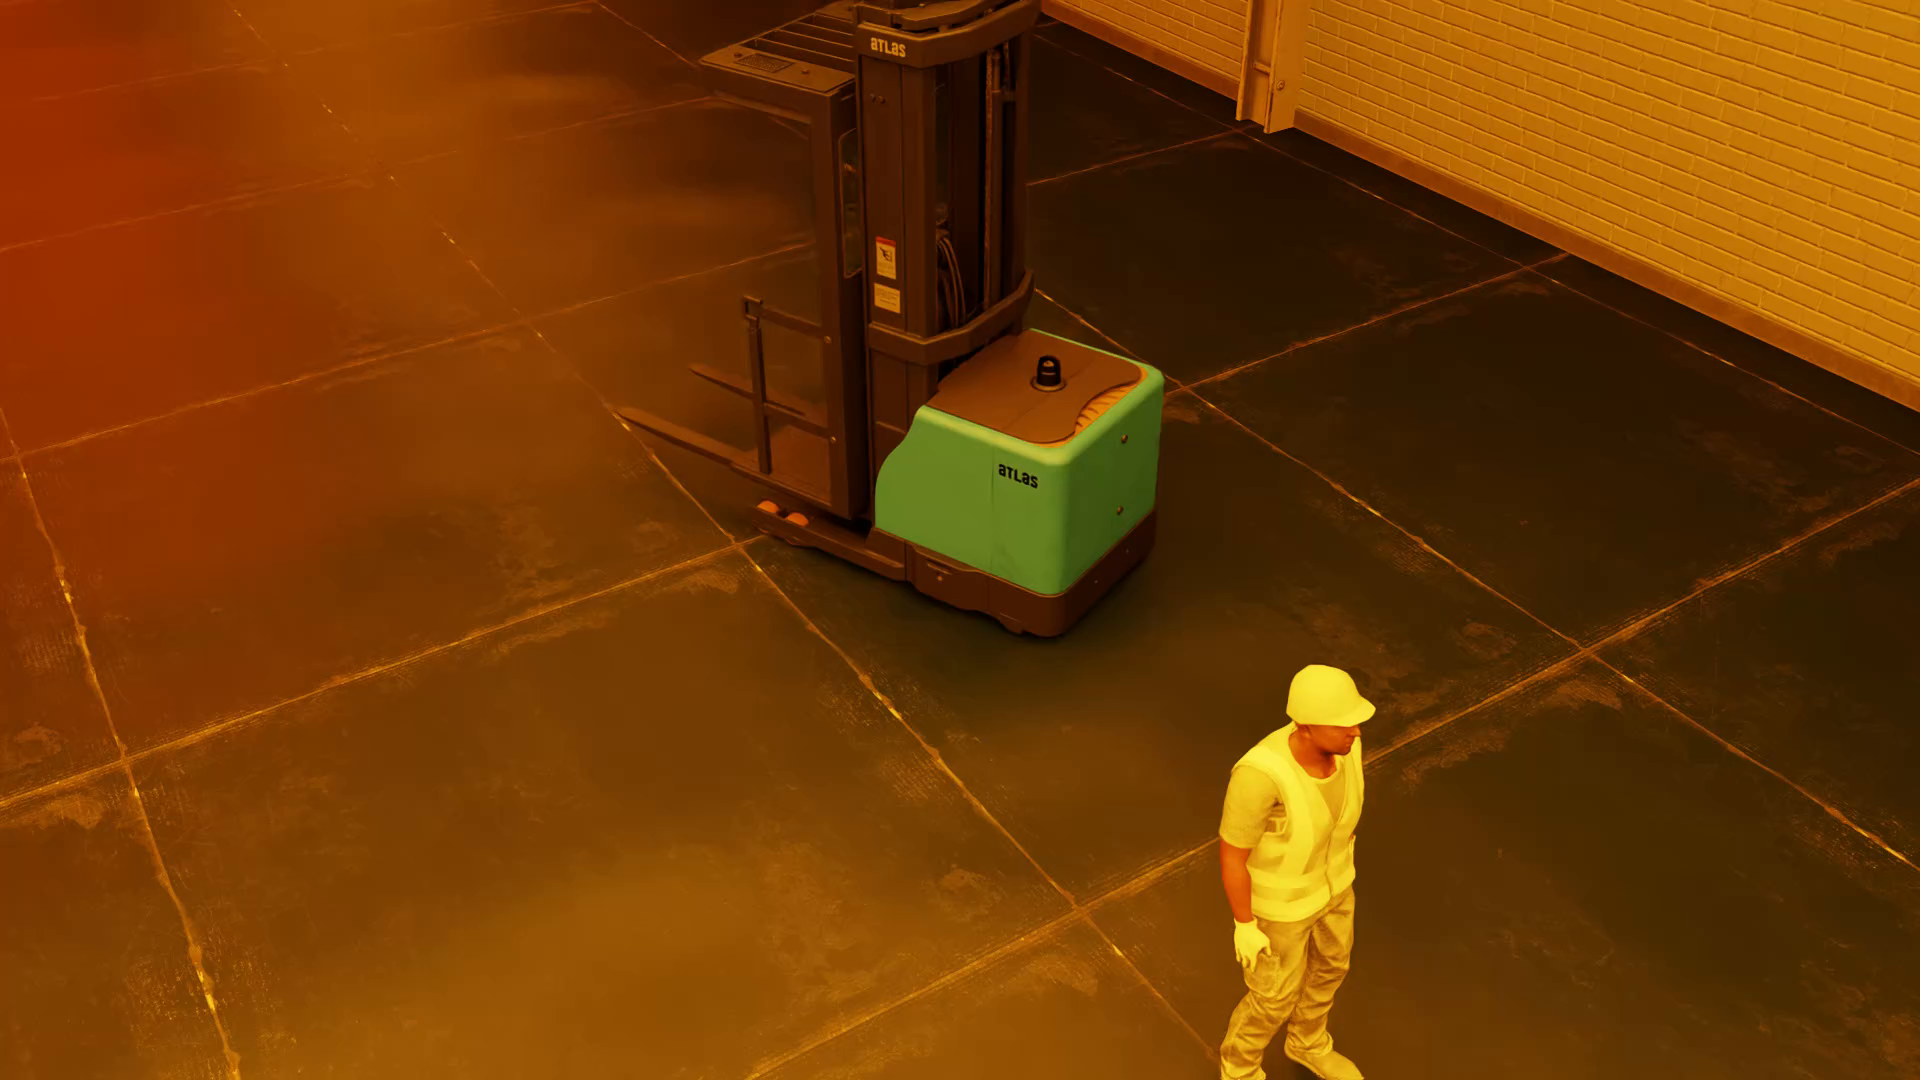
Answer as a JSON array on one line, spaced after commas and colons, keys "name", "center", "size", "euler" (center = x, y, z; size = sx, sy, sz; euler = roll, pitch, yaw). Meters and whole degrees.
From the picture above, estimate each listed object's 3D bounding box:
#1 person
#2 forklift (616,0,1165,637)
[{"name": "person", "center": [1.140, 1.183, 5.481], "size": [0.649, 1.801, 0.502], "euler": [-27, 43, -33]}, {"name": "forklift", "center": [-0.500, -1.399, 8.138], "size": [3.031, 2.935, 1.130], "euler": [22, 41, 28]}]
